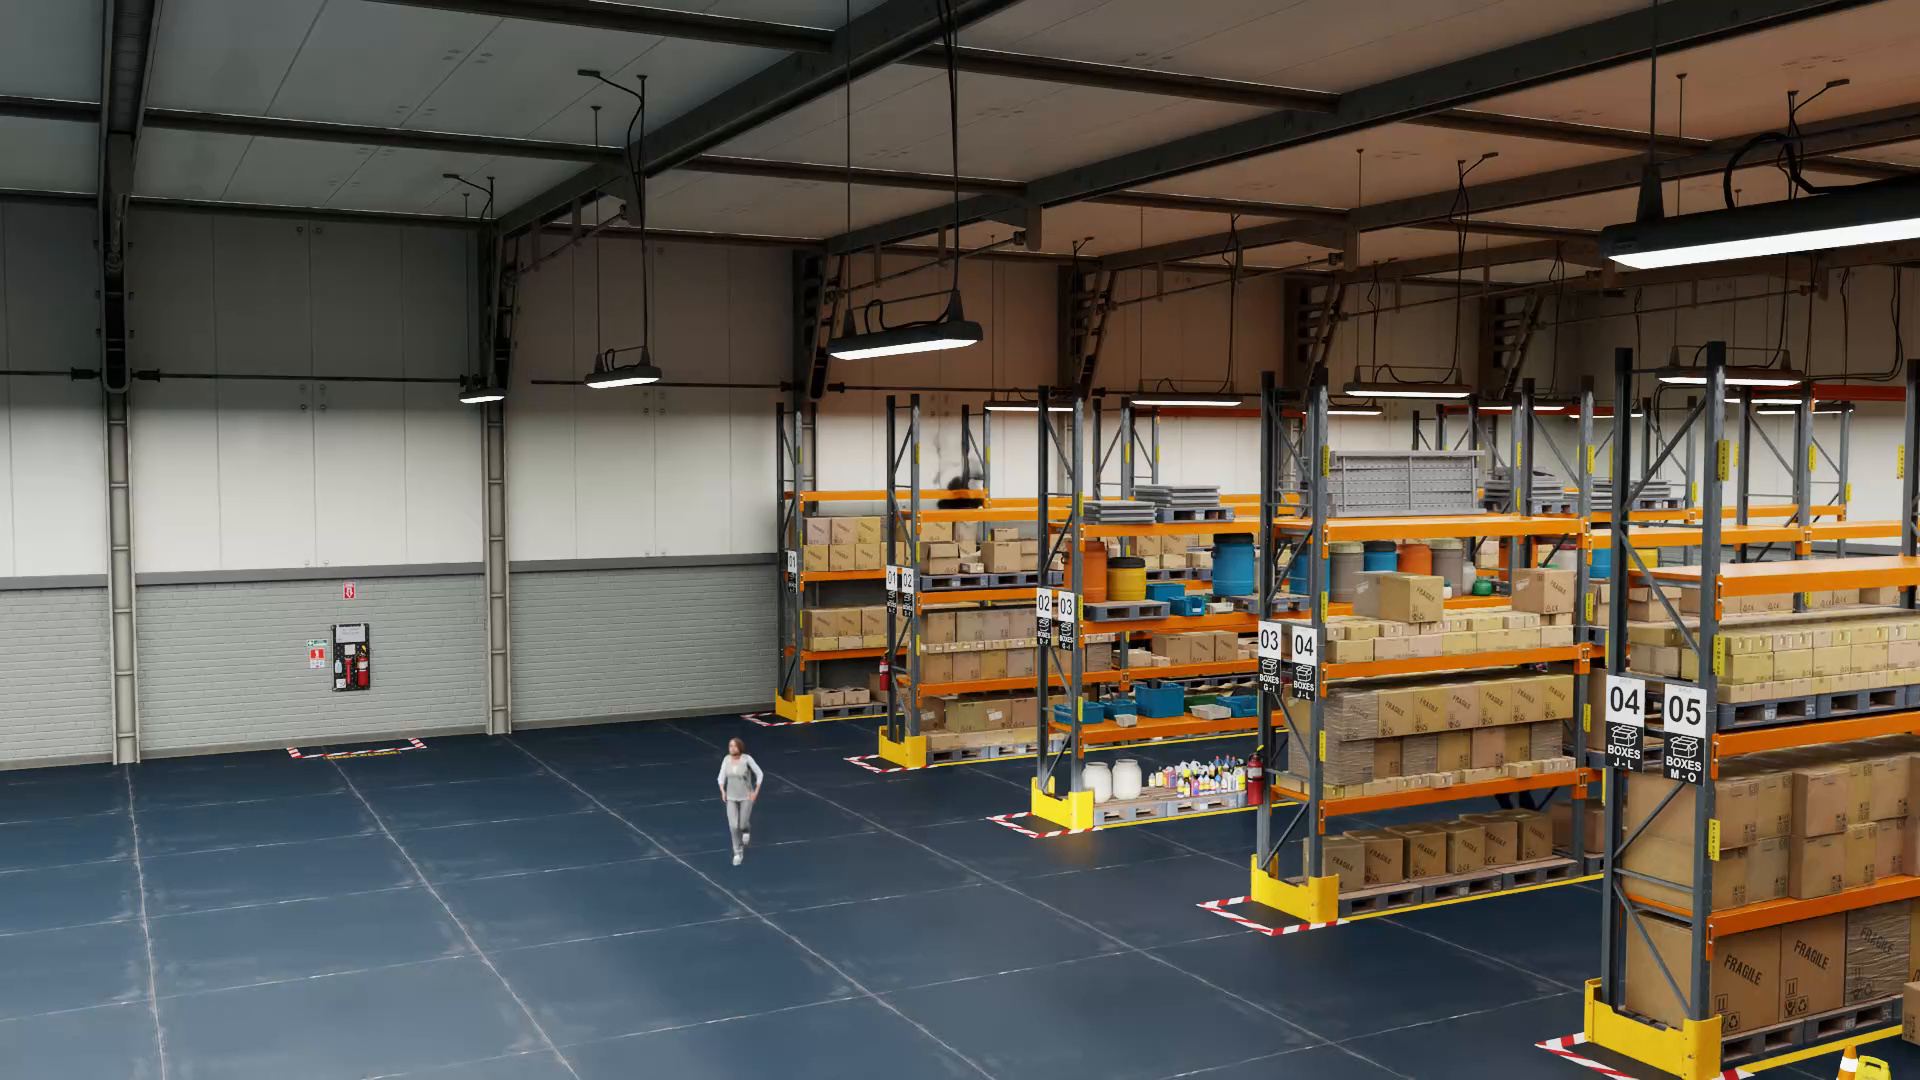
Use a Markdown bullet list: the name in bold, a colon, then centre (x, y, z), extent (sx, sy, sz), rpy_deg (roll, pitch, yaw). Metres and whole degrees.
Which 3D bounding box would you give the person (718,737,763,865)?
- **person**: centre (-2.730, 3.226, 20.695), extent (0.562, 1.578, 0.604), rpy_deg (0, 3, 7)

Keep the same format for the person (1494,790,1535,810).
- **person**: centre (7.503, 3.078, 22.454), extent (0.680, 1.655, 0.581), rpy_deg (-2, 4, -30)
